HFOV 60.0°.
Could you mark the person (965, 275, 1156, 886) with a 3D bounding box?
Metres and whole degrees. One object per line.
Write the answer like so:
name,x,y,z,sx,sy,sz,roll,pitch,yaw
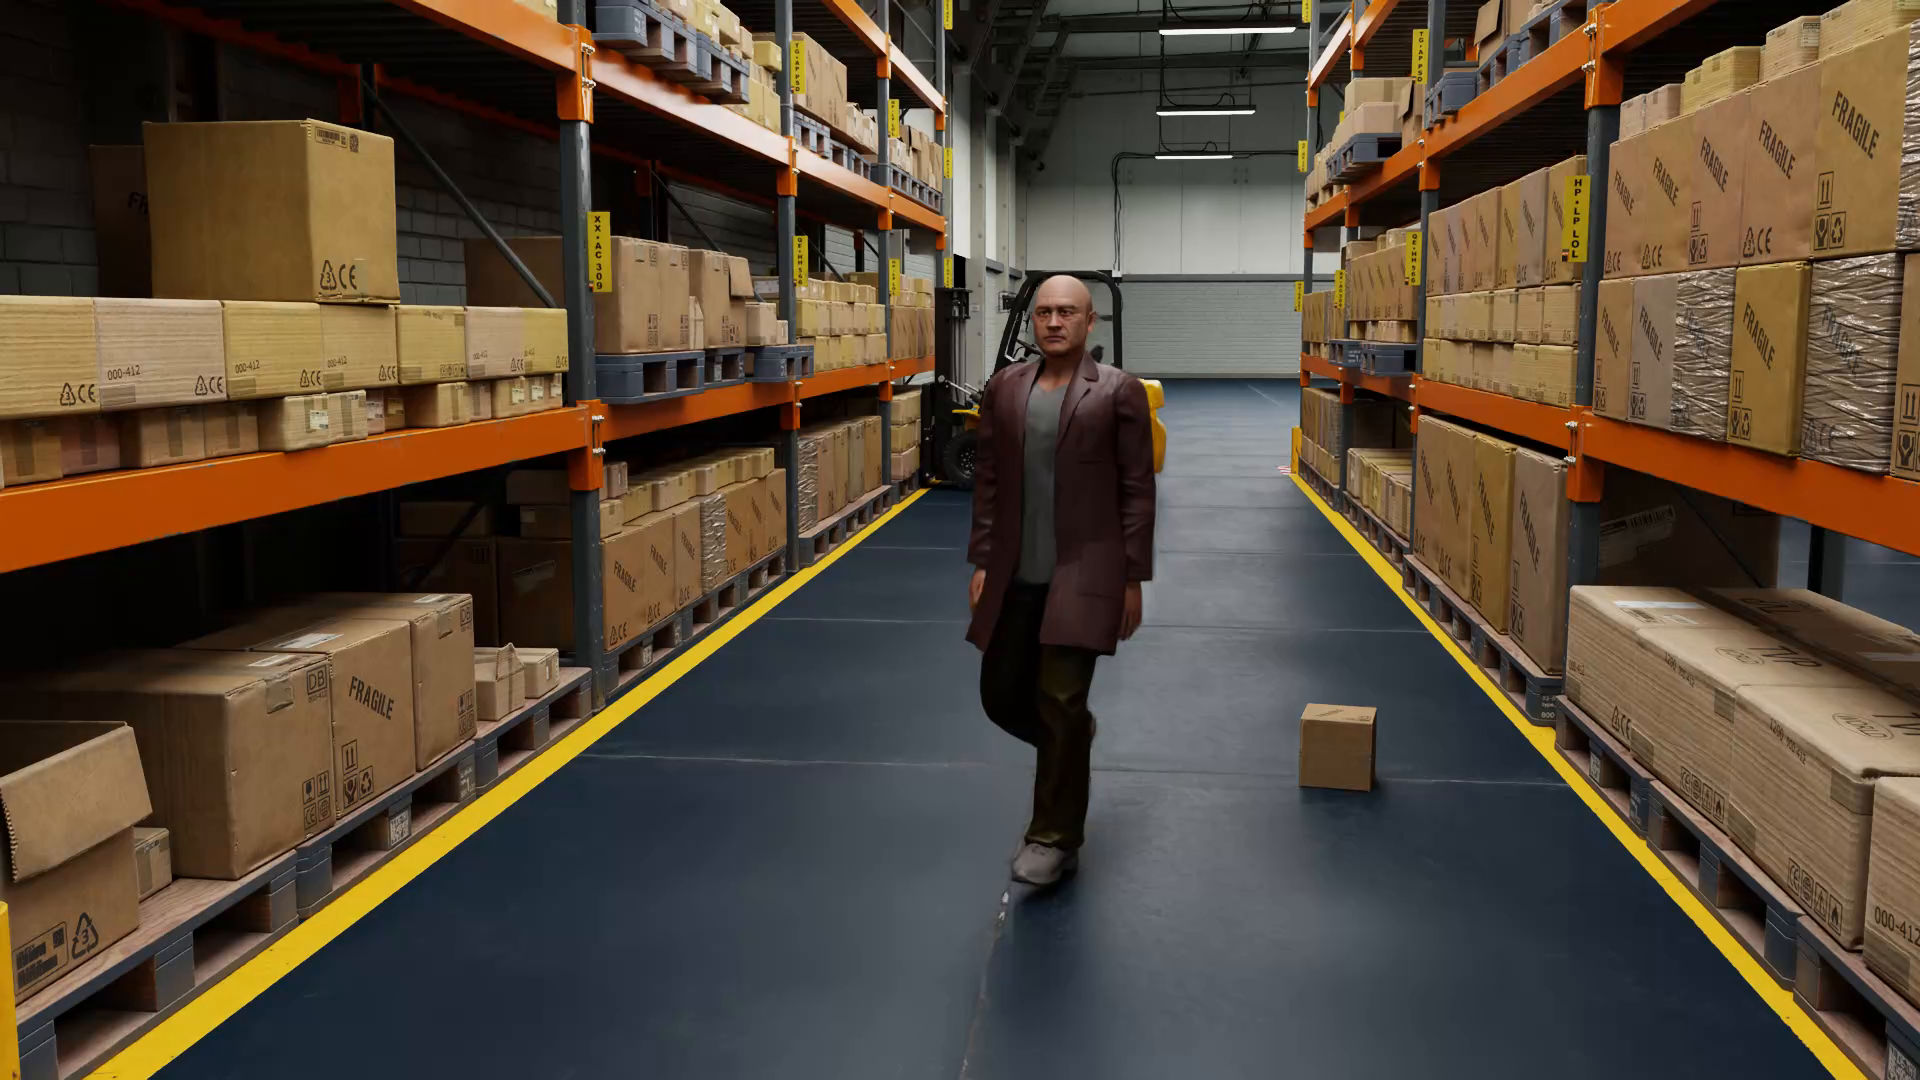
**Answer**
person,0.305,0.091,5.016,0.590,1.758,0.832,4,8,27
